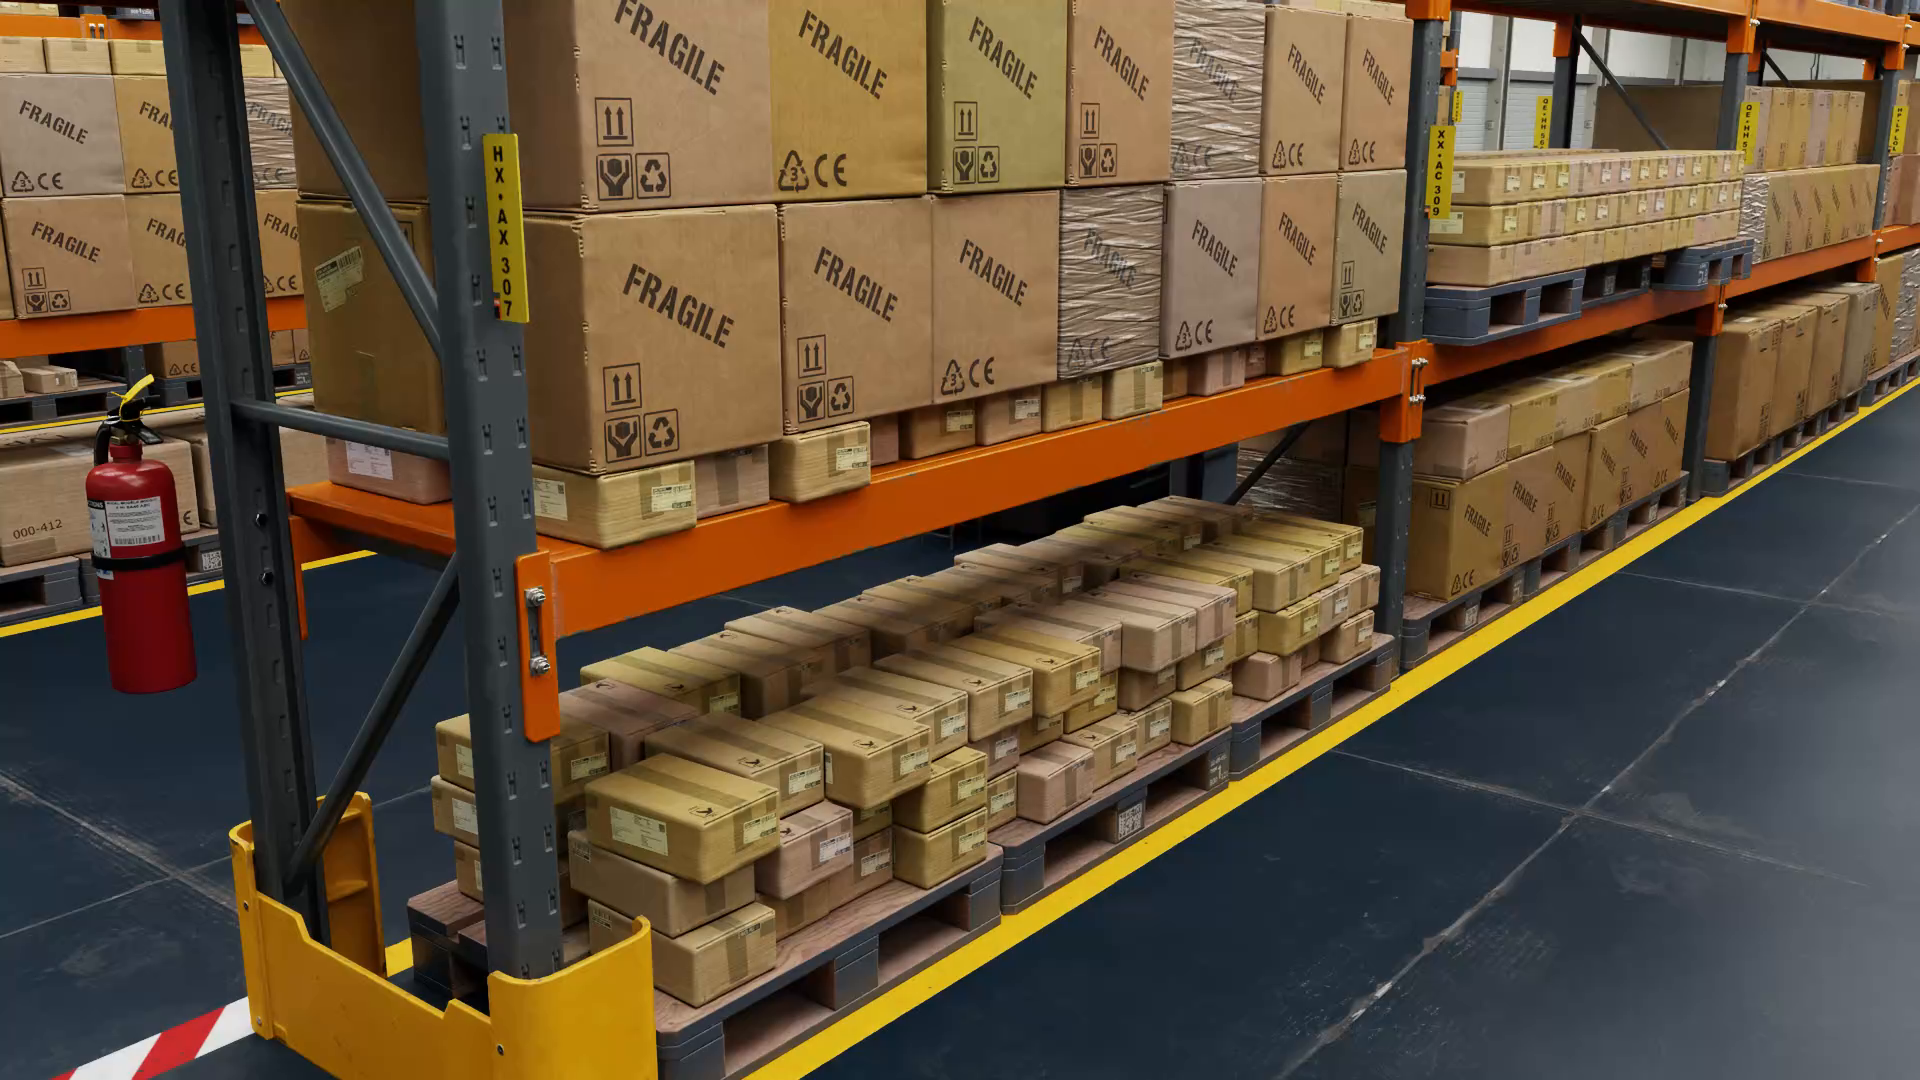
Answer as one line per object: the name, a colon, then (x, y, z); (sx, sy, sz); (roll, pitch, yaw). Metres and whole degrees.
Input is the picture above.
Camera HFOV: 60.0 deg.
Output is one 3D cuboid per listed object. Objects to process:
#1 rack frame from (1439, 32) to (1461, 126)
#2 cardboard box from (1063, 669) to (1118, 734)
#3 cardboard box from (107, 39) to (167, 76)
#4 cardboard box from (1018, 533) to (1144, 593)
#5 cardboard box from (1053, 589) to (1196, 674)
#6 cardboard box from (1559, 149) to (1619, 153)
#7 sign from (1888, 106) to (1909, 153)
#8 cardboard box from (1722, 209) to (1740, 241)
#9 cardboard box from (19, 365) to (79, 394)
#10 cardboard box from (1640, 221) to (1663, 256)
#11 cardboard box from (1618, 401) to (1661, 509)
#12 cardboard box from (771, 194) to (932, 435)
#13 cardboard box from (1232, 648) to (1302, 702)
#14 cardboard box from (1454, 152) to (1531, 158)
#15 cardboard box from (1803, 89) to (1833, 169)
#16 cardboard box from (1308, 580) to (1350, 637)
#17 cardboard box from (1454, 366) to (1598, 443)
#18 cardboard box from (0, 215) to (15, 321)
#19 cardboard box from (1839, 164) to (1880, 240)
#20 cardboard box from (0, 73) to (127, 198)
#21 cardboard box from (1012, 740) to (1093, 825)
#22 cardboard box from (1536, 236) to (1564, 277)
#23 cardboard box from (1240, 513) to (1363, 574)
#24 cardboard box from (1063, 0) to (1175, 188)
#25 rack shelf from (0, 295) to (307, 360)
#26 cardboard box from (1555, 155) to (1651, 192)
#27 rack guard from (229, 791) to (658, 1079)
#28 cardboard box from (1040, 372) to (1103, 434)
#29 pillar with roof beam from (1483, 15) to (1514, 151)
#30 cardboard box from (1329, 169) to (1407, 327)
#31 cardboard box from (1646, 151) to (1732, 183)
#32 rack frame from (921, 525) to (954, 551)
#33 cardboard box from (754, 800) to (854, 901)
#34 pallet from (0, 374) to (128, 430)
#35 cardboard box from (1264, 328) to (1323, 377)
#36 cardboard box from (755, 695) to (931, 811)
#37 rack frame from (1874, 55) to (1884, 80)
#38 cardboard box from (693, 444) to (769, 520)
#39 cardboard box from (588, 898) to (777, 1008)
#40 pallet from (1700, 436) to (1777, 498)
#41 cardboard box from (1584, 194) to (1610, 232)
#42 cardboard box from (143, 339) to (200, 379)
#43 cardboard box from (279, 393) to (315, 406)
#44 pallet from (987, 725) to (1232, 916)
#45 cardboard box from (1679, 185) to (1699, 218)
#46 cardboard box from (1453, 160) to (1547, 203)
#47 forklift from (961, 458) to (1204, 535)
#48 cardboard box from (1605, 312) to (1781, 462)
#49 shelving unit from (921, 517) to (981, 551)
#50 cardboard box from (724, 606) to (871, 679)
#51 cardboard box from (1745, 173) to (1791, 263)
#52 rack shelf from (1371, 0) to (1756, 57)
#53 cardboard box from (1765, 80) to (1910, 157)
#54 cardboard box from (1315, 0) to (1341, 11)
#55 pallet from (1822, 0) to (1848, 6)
rack frame: (4.917, -4.024, 18.372); (1.000, 3.000, 0.127); (11, 18, 38)
cardboard box: (0.259, 0.449, 5.095); (0.380, 0.149, 0.250); (12, 19, 40)
cardboard box: (-3.693, -2.123, 7.337); (0.380, 0.149, 0.250); (11, 18, 36)
cardboard box: (0.425, 0.097, 5.876); (0.380, 0.149, 0.250); (11, 18, 36)
cardboard box: (0.505, 0.280, 5.158); (0.380, 0.149, 0.250); (10, 18, 36)
cardboard box: (3.359, -2.056, 9.074); (0.380, 0.149, 0.250); (11, 18, 38)
sign: (6.745, -2.952, 11.961); (0.100, 0.325, 0.005); (11, 18, 38)
cardboard box: (3.850, -1.662, 8.729); (0.380, 0.149, 0.250); (12, 18, 38)
cardboard box: (-6.610, -1.163, 12.047); (0.380, 0.149, 0.250); (11, 18, 36)
cardboard box: (3.040, -1.417, 7.765); (0.380, 0.149, 0.250); (12, 19, 39)
cardboard box: (3.263, -0.472, 8.613); (0.500, 0.500, 0.500); (12, 19, 40)
cardboard box: (-0.412, -0.556, 3.911); (0.500, 0.500, 0.500); (11, 18, 38)
cardboard box: (0.963, 0.424, 5.799); (0.380, 0.149, 0.250); (11, 18, 36)
cardboard box: (2.537, -1.805, 8.086); (0.380, 0.149, 0.250); (12, 19, 39)
cardboard box: (5.370, -2.753, 11.134); (0.700, 0.500, 0.500); (11, 18, 38)
cardboard box: (1.178, 0.218, 6.006); (0.380, 0.149, 0.250); (10, 17, 35)
cardboard box: (2.615, -0.635, 7.731); (0.500, 0.250, 0.500); (12, 19, 40)
cardboard box: (-4.318, -1.157, 6.883); (0.500, 0.500, 0.500); (11, 18, 37)
cardboard box: (6.197, -2.419, 11.849); (0.500, 0.500, 0.500); (11, 18, 37)
cardboard box: (-3.979, -1.741, 7.150); (0.500, 0.500, 0.500); (11, 18, 37)
cardboard box: (0.161, 0.673, 4.820); (0.380, 0.149, 0.250); (10, 17, 35)
cardboard box: (2.224, -1.167, 6.781); (0.380, 0.149, 0.250); (11, 18, 38)
cardboard box: (1.268, 0.019, 6.186); (0.380, 0.149, 0.250); (12, 18, 39)
cardboard box: (0.237, -1.227, 4.525); (0.500, 0.500, 0.500); (11, 18, 36)
rack shelf: (-3.882, -0.994, 7.906); (1.077, 0.370, 4.000); (11, 18, 38)
cardboard box: (2.873, -1.654, 7.490); (0.380, 0.149, 0.250); (12, 19, 39)
rack guard: (-1.177, 0.984, 3.736); (1.175, 0.500, 0.348); (11, 18, 38)
cardboard box: (0.174, -0.410, 4.653); (0.380, 0.149, 0.250); (12, 19, 40)
pillar with roof beam: (14.577, -10.486, 31.625); (9.100, 9.000, 0.400); (11, 18, 38)
cardboard box: (1.205, -1.036, 5.801); (0.500, 0.500, 0.500); (11, 18, 38)
cardboard box: (3.692, -1.903, 8.471); (0.380, 0.149, 0.250); (11, 18, 37)
rack frame: (-0.115, -0.465, 8.323); (0.200, 1.050, 0.008); (10, 17, 34)
cardboard box: (-0.480, 0.716, 4.044); (0.380, 0.149, 0.250); (11, 18, 37)
pallet: (-6.920, -1.011, 12.173); (1.003, 0.211, 1.213); (11, 18, 38)
cardboard box: (1.000, -0.659, 5.634); (0.380, 0.149, 0.250); (12, 19, 40)
cardboard box: (-0.294, 0.529, 4.178); (0.380, 0.149, 0.250); (11, 18, 37)
rack frame: (8.831, -3.278, 15.433); (1.000, 3.000, 0.127); (11, 18, 38)
cardboard box: (-0.639, -0.158, 3.663); (0.380, 0.149, 0.250); (12, 19, 40)
cardboard box: (-0.647, 0.914, 3.870); (0.380, 0.149, 0.250); (12, 18, 39)
pallet: (4.357, -0.533, 10.294); (1.003, 0.211, 1.213); (11, 18, 38)
cardboard box: (2.548, -1.411, 7.138); (0.380, 0.149, 0.250); (12, 19, 40)
cardboard box: (-6.009, -1.543, 12.830); (0.500, 0.500, 0.500); (12, 19, 40)
cardboard box: (-3.103, -0.584, 9.181); (0.875, 0.438, 0.875); (11, 18, 37)
pallet: (0.128, 0.741, 5.278); (1.003, 0.211, 1.213); (11, 18, 38)
cardboard box: (3.359, -1.656, 8.104); (0.380, 0.149, 0.250); (11, 18, 38)
cardboard box: (2.065, -1.408, 6.523); (0.380, 0.149, 0.250); (12, 18, 39)
forklift: (0.798, -1.752, 9.566); (1.130, 2.935, 3.031); (8, 16, 30)
cardboard box: (4.256, -0.961, 10.031); (1.050, 0.750, 0.750); (11, 18, 37)
shelving unit: (-0.044, -0.490, 8.419); (0.215, 1.050, 0.252); (10, 17, 34)
cardboard box: (-0.486, 0.328, 4.970); (0.380, 0.149, 0.250); (12, 19, 40)
cardboard box: (4.612, -1.936, 9.948); (0.500, 0.500, 0.500); (11, 18, 37)
rack shelf: (2.546, -2.468, 7.613); (1.077, 0.370, 4.000); (11, 18, 38)
cardboard box: (6.575, -3.173, 12.523); (0.875, 0.550, 0.550); (11, 18, 38)
cardboard box: (3.210, -4.926, 15.528); (0.500, 0.250, 0.500); (11, 18, 37)
pallet: (4.867, -3.454, 10.418); (1.003, 0.211, 1.213); (12, 19, 40)
